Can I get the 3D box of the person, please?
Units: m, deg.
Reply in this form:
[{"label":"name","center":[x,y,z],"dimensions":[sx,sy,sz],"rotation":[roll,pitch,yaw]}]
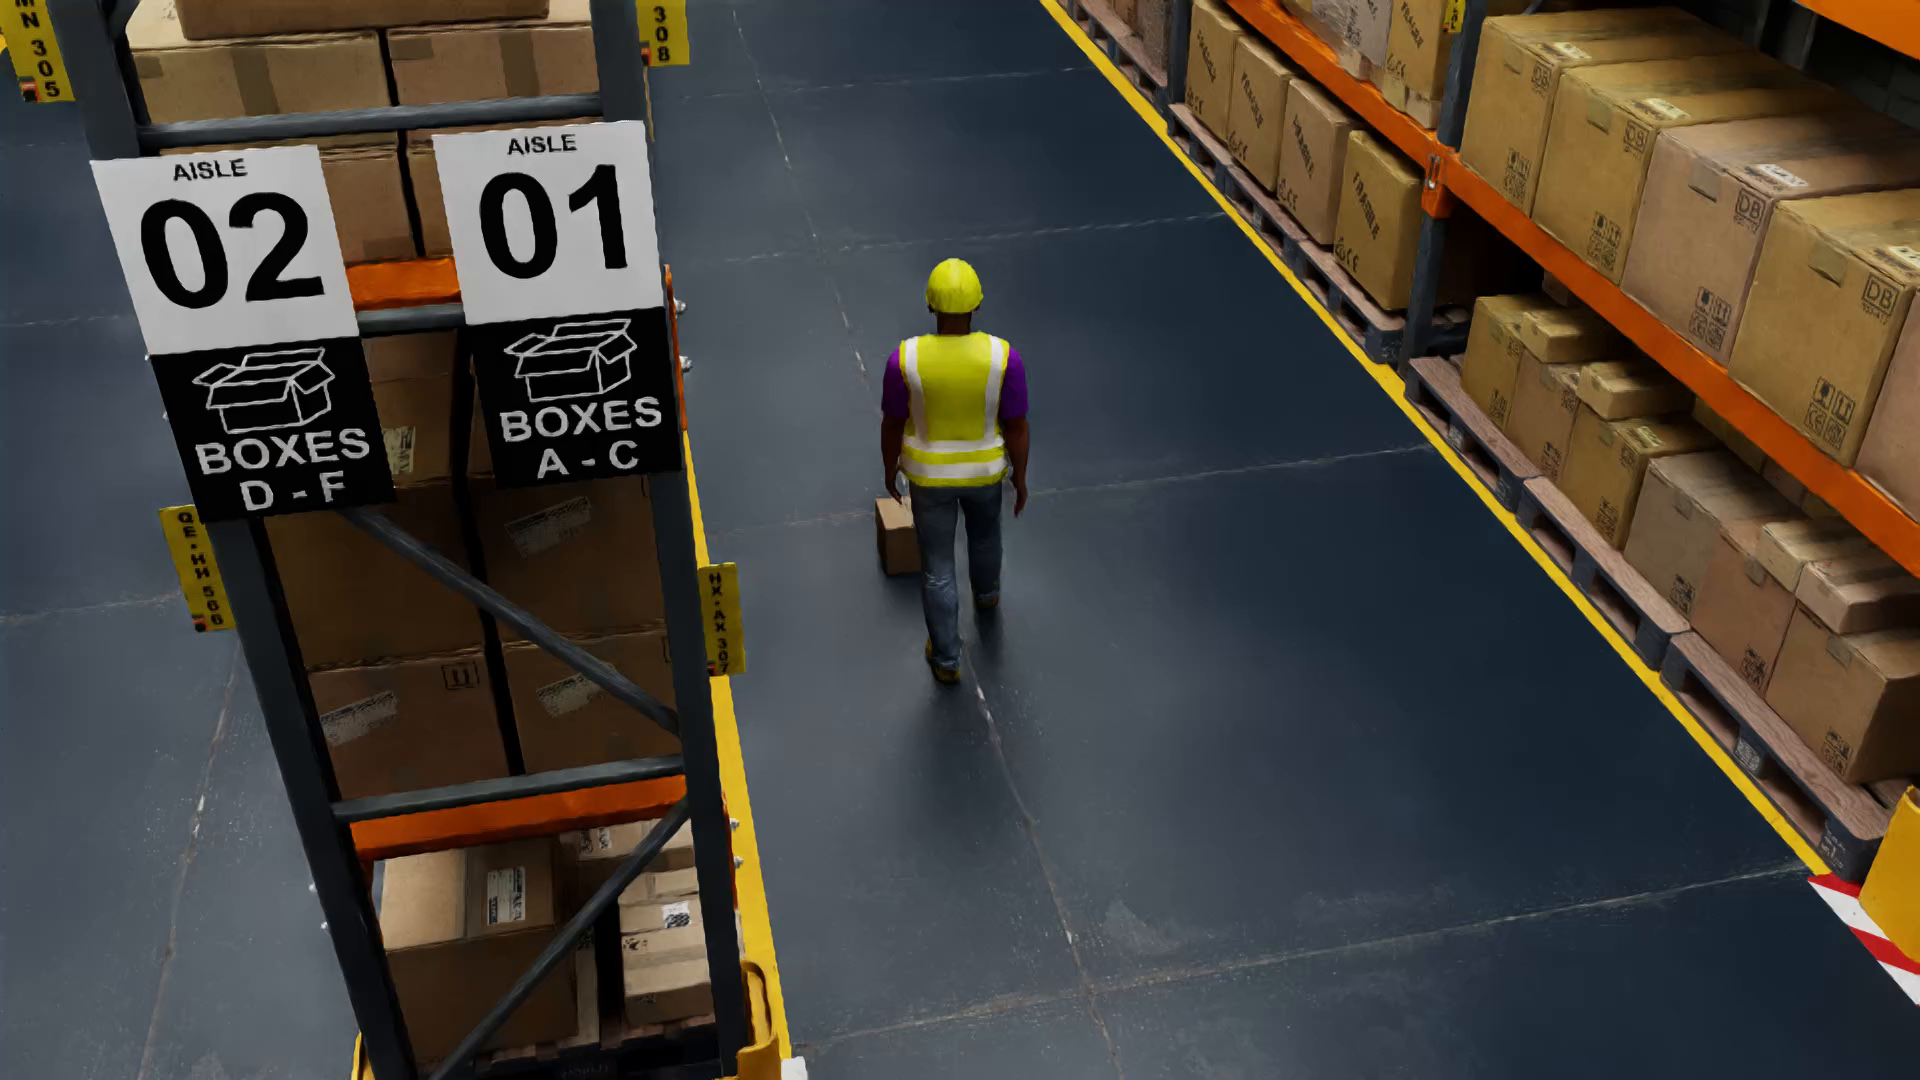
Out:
[{"label":"person","center":[-0.039,-0.353,6.628],"dimensions":[0.568,1.746,0.789],"rotation":[-4,34,-6]}]
